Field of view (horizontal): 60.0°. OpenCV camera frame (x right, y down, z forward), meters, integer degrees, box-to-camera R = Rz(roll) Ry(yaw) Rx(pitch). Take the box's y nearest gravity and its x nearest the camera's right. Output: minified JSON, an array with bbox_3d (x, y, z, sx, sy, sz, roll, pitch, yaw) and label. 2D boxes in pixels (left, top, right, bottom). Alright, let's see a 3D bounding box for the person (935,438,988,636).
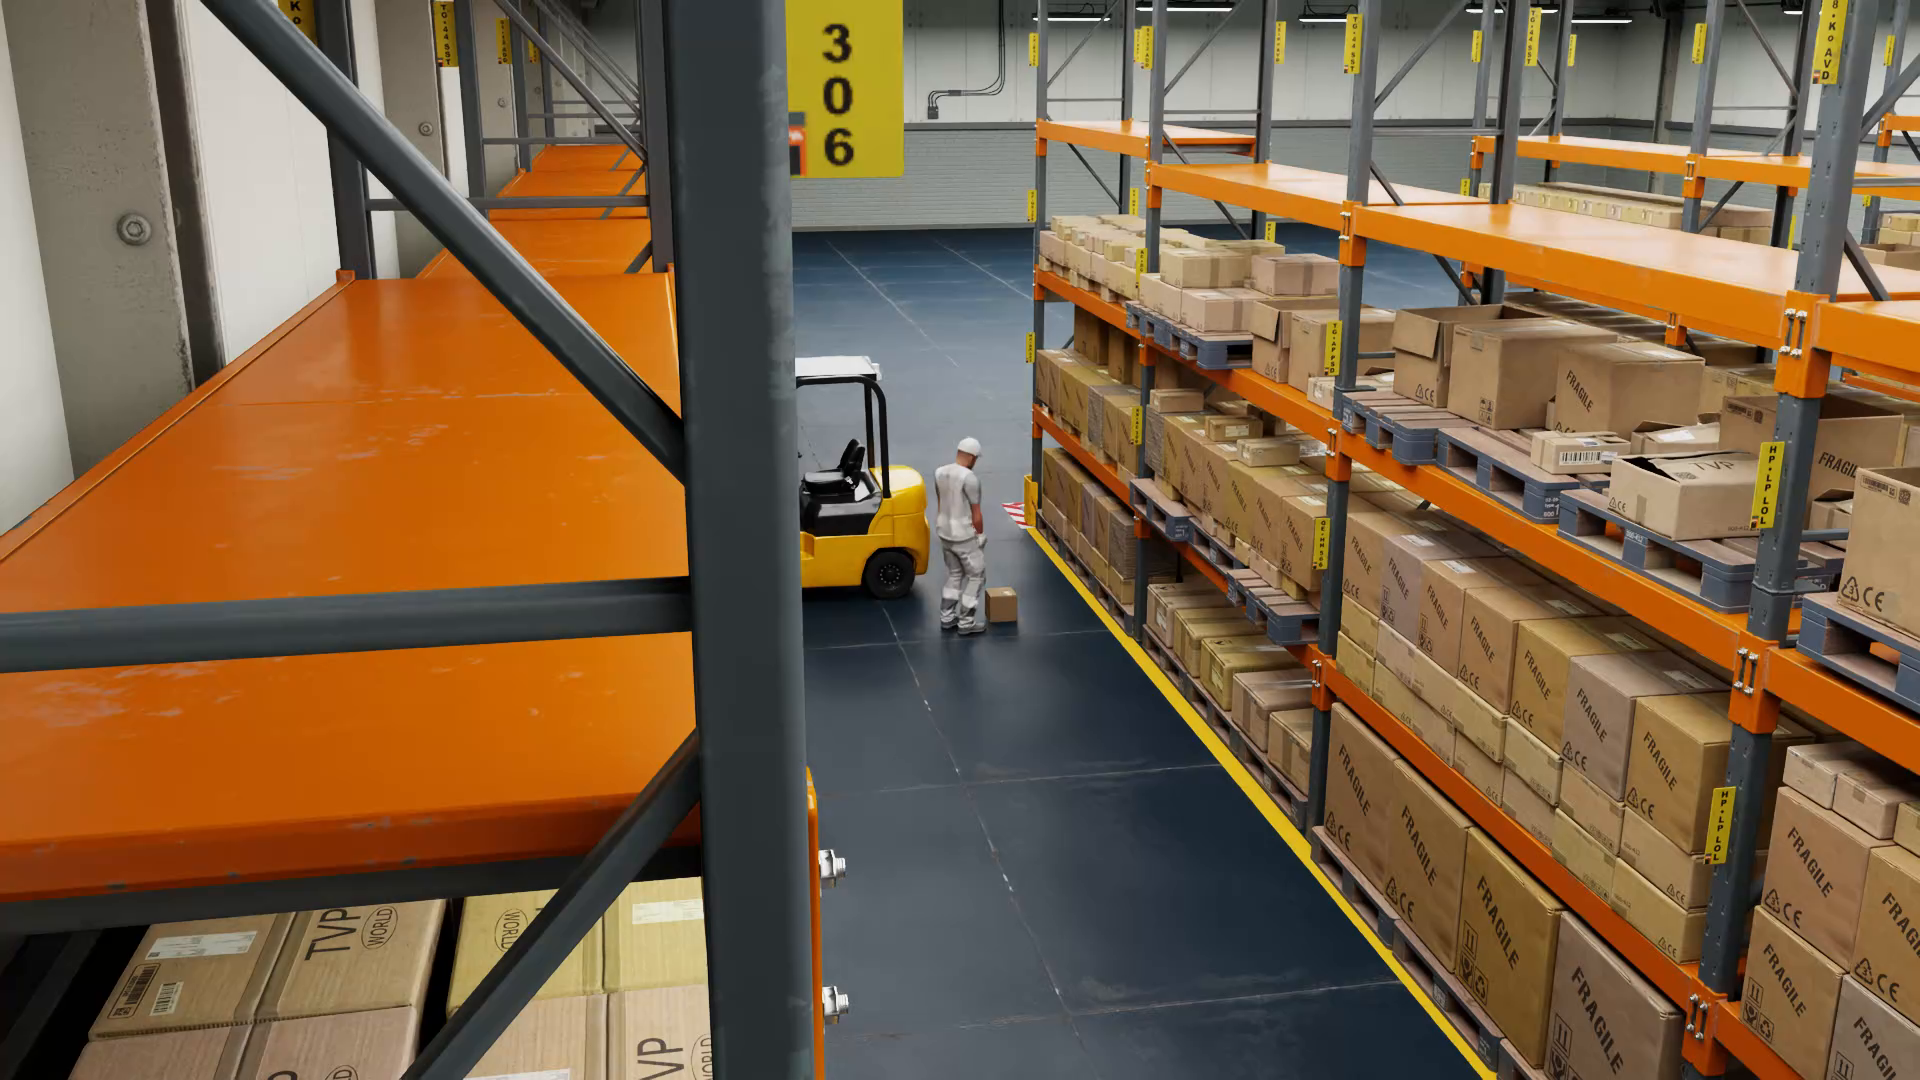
[{"bbox_3d":[0.016,-0.044,14.744,0.459,1.735,0.544,-13,20,-37],"label":"person"}]
